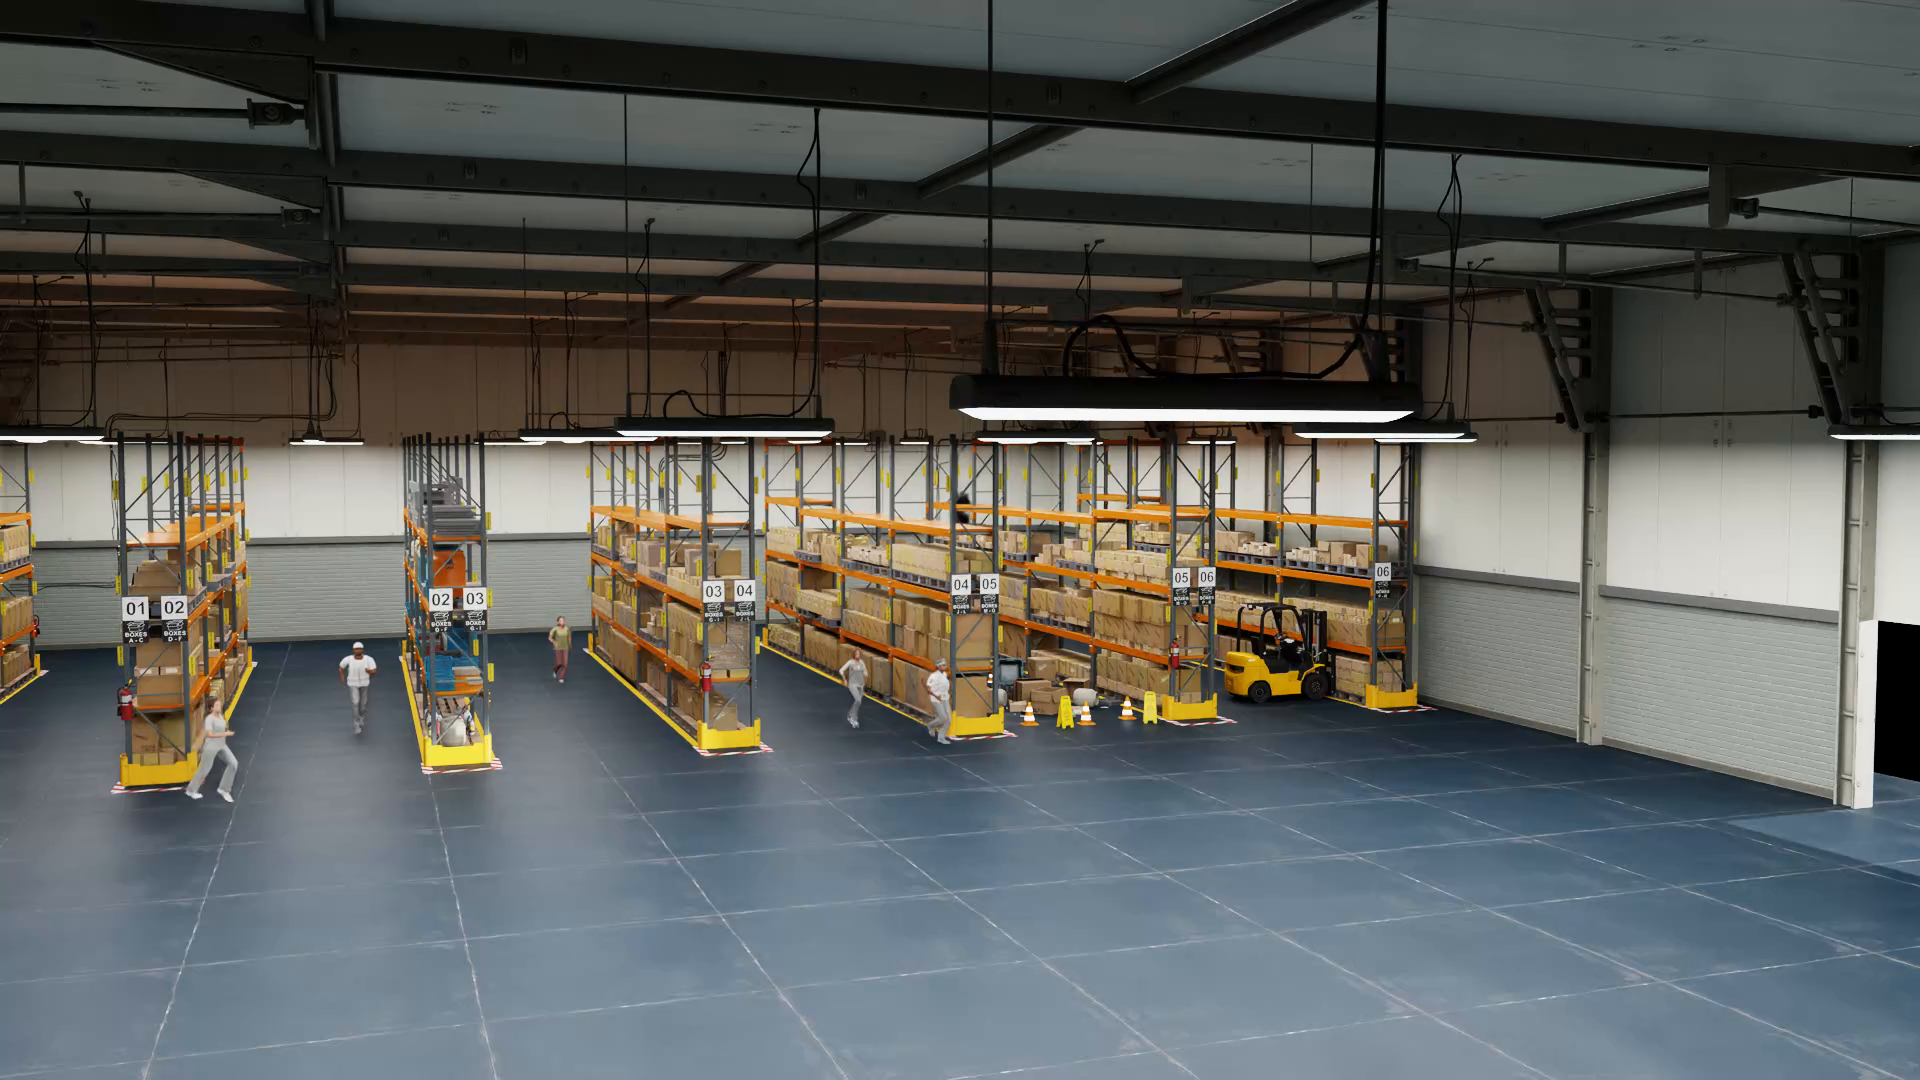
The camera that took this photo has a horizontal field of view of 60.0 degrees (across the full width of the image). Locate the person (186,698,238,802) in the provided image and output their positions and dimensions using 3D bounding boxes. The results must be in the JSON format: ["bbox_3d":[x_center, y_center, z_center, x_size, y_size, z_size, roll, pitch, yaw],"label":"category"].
[{"bbox_3d":[-12.078,3.397,26.913,0.871,1.696,0.575,1,3,11],"label":"person"}]

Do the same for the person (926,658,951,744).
[{"bbox_3d":[-0.414,3.117,32.273,0.523,1.670,0.586,3,4,42],"label":"person"}]

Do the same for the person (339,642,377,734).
[{"bbox_3d":[-12.152,2.957,33.618,0.684,1.801,0.893,-2,4,-30],"label":"person"}]

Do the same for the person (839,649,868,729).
[{"bbox_3d":[-2.131,3.035,34.054,0.507,1.627,0.688,-3,4,-39],"label":"person"}]

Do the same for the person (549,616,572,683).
[{"bbox_3d":[-9.725,2.662,40.534,0.565,1.623,0.544,-2,4,-32],"label":"person"}]
